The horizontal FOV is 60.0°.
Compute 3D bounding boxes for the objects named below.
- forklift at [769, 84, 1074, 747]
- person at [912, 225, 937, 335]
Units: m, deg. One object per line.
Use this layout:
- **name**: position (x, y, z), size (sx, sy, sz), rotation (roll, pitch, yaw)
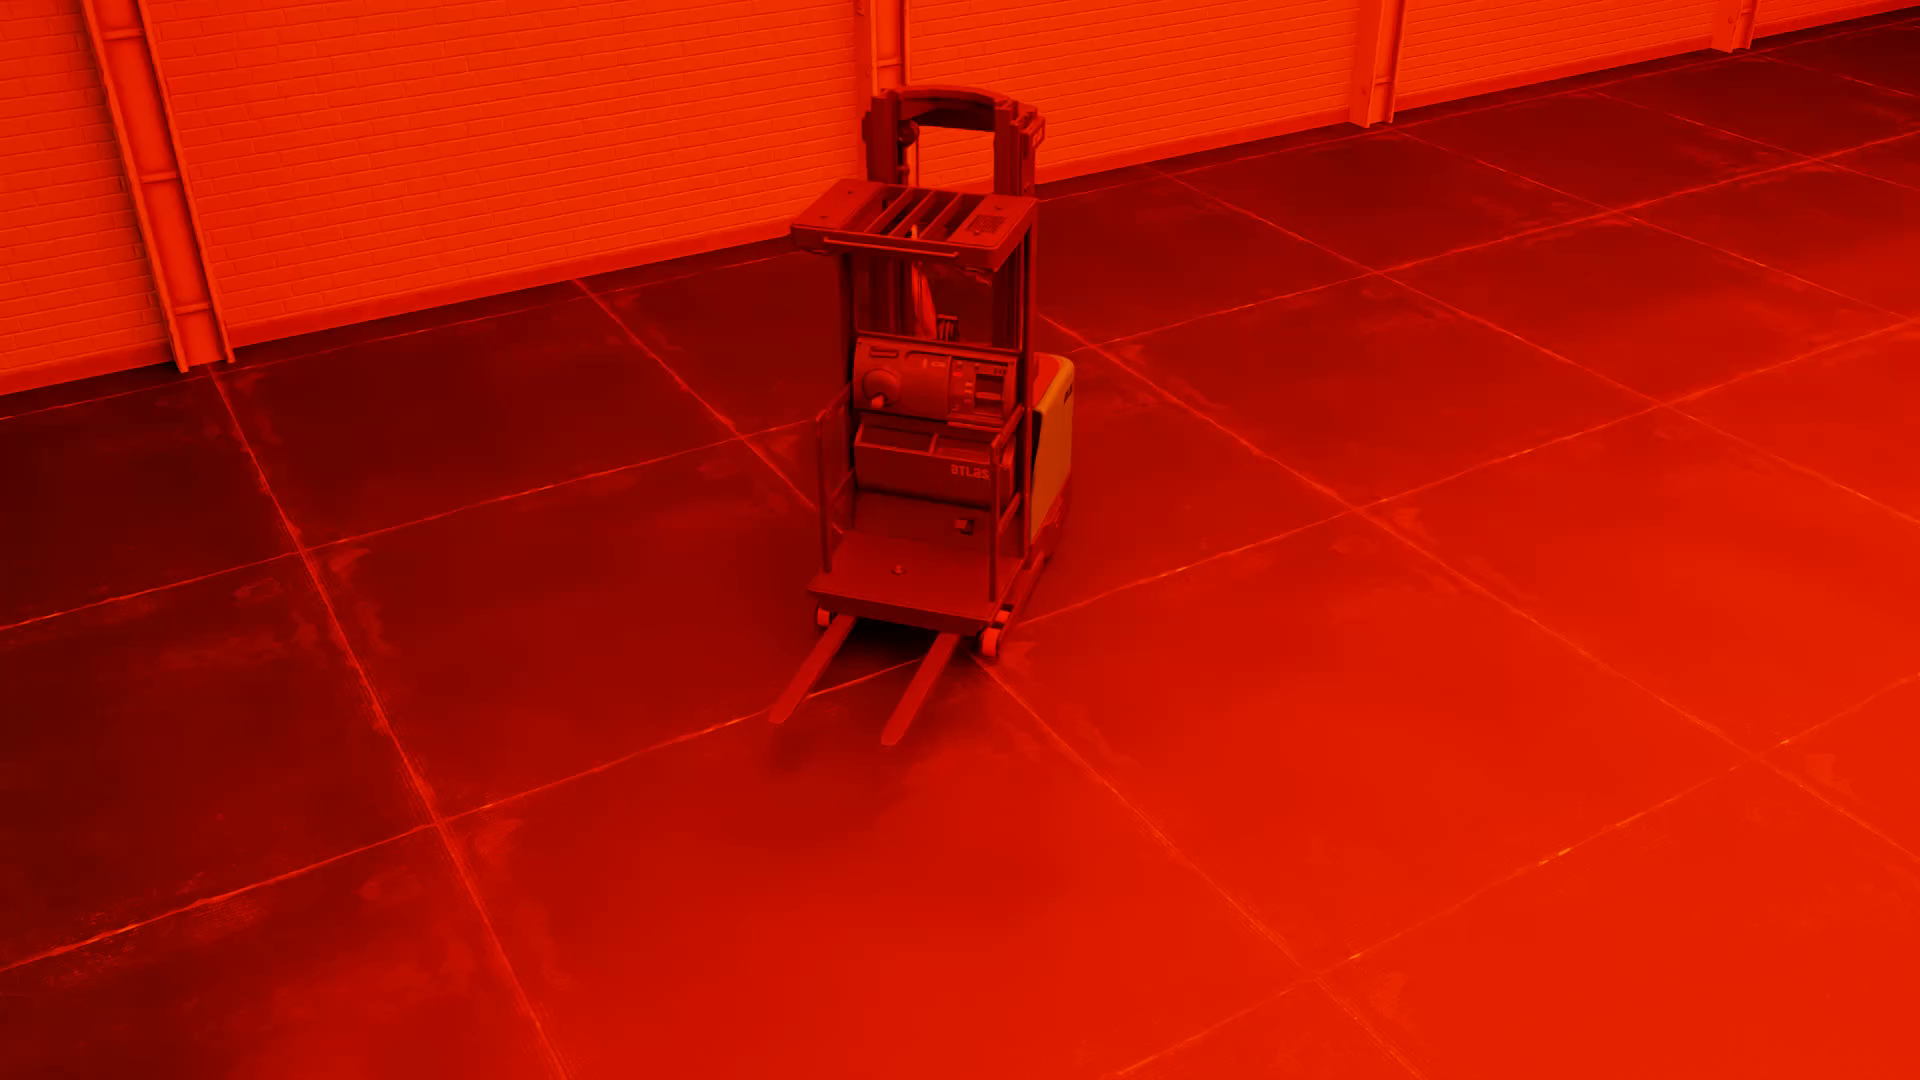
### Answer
- **forklift**: position (-0.205, -0.825, 9.024), size (1.130, 2.935, 3.031), rotation (9, 32, 15)
- **person**: position (-0.250, -1.325, 11.122), size (0.723, 1.670, 0.897), rotation (-15, 34, -23)
